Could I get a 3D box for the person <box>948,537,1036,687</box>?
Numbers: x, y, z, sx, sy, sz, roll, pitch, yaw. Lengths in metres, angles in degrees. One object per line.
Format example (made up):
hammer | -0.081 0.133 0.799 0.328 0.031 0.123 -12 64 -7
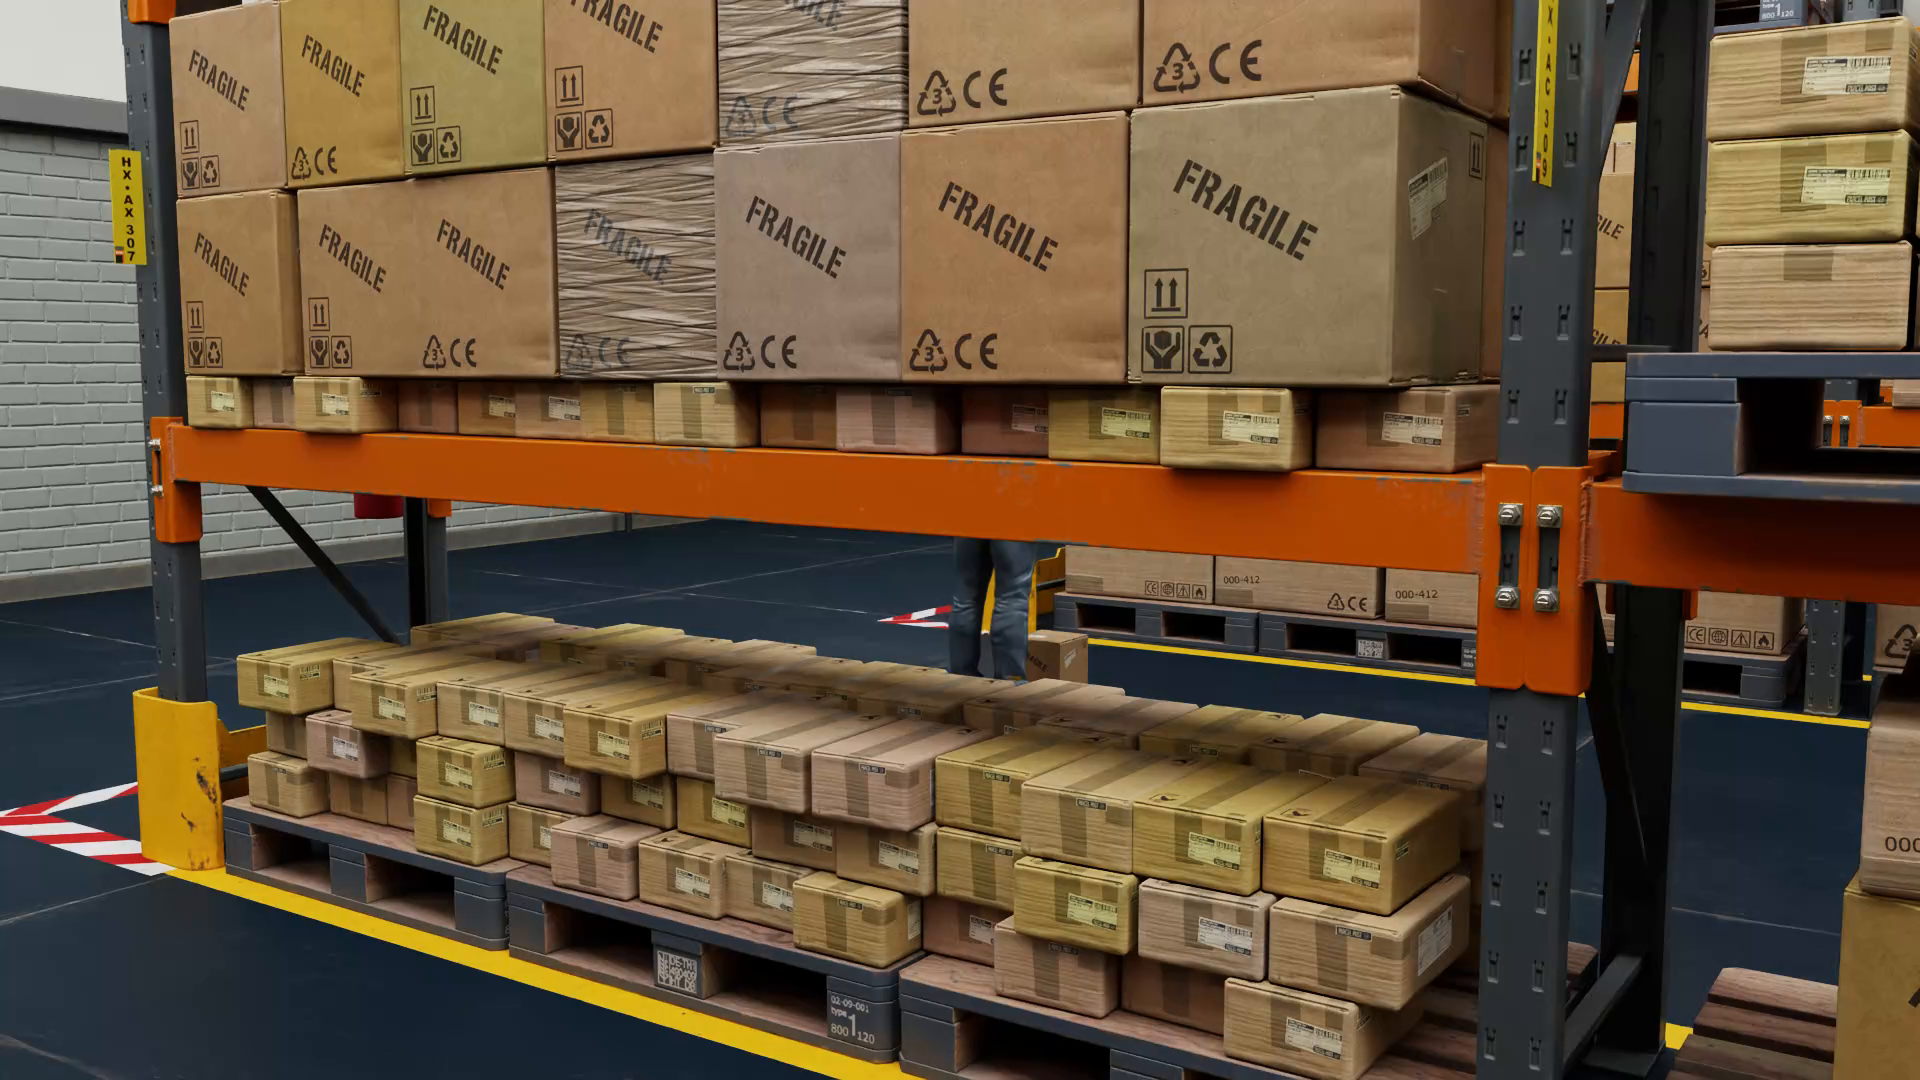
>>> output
person | 0.125 -0.154 7.071 0.575 1.782 0.380 4 8 35
